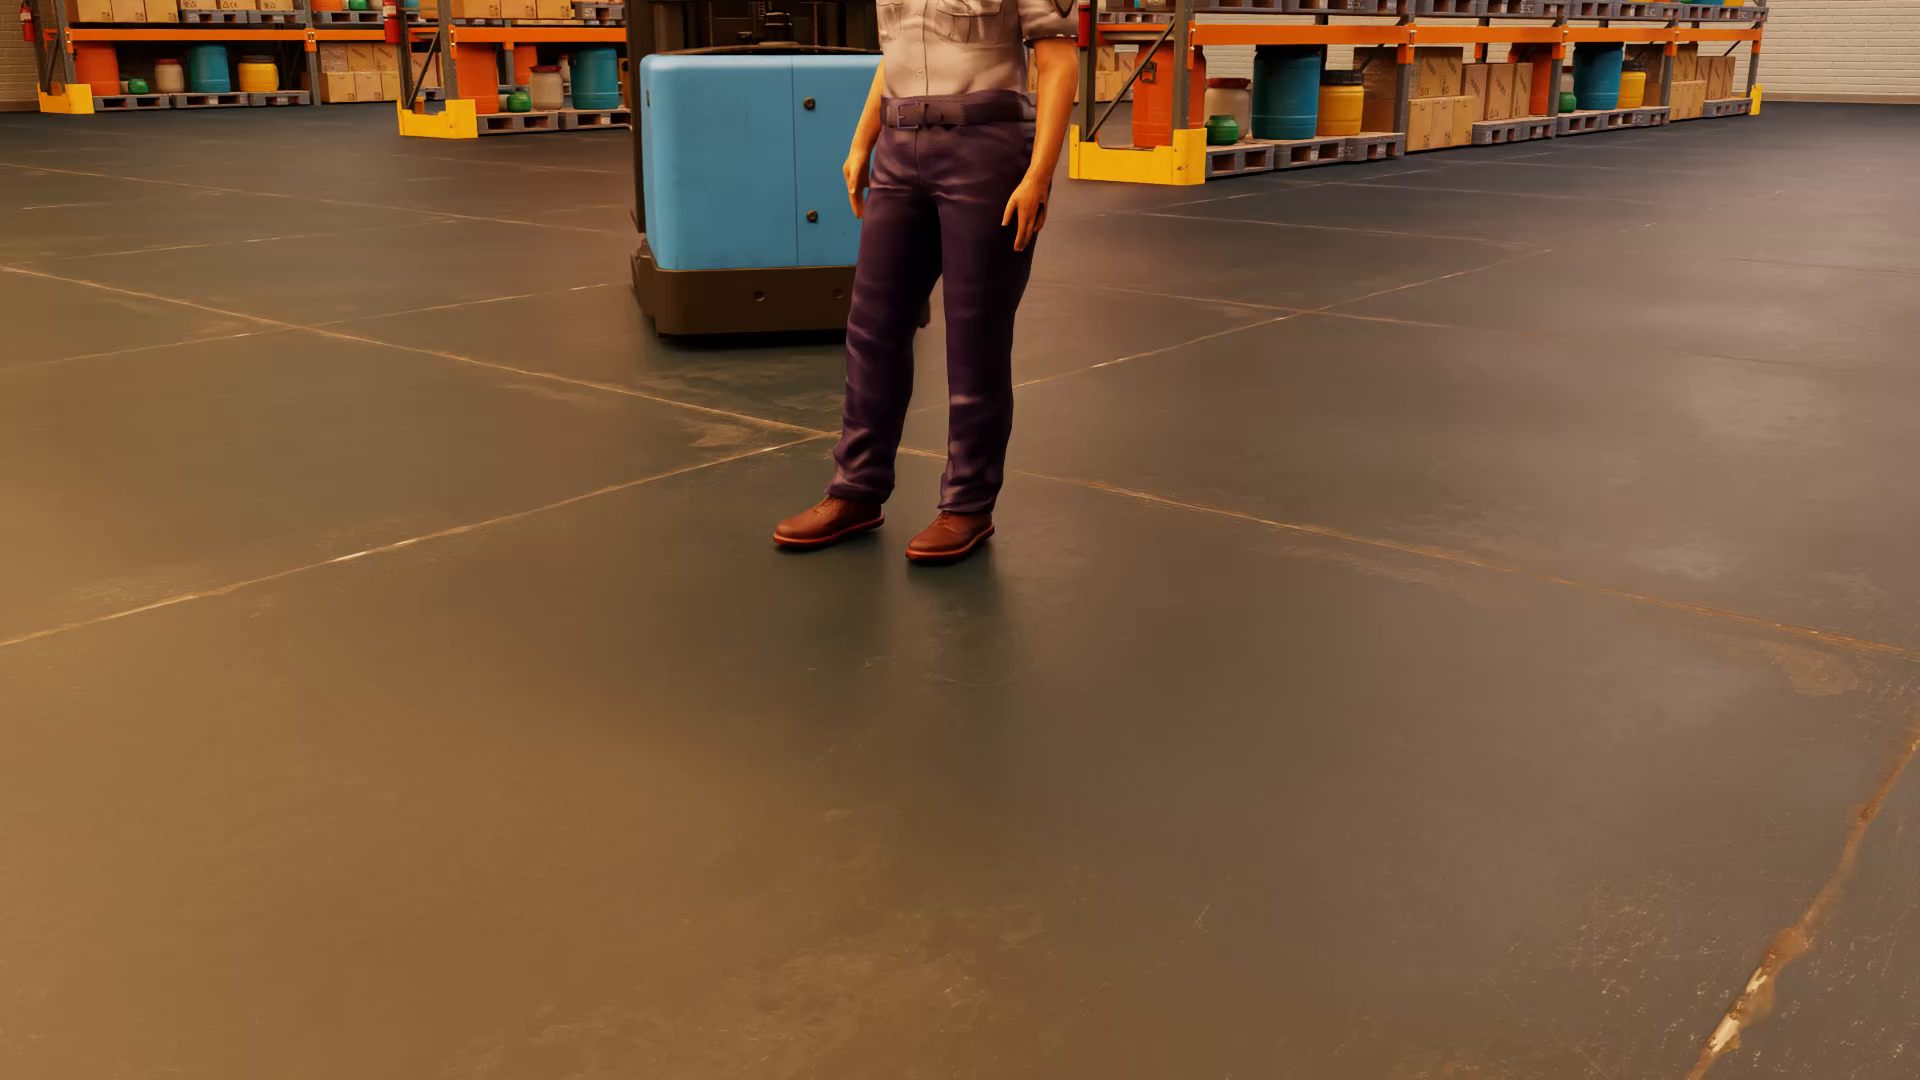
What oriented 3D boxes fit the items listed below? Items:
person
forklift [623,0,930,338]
[{"bbox_3d":[-0.075,-0.775,3.650,0.598,1.640,0.503,13,21,37],"label":"person"},{"bbox_3d":[-0.945,-2.557,7.317,1.130,2.935,3.031,-4,17,-12],"label":"forklift"}]
